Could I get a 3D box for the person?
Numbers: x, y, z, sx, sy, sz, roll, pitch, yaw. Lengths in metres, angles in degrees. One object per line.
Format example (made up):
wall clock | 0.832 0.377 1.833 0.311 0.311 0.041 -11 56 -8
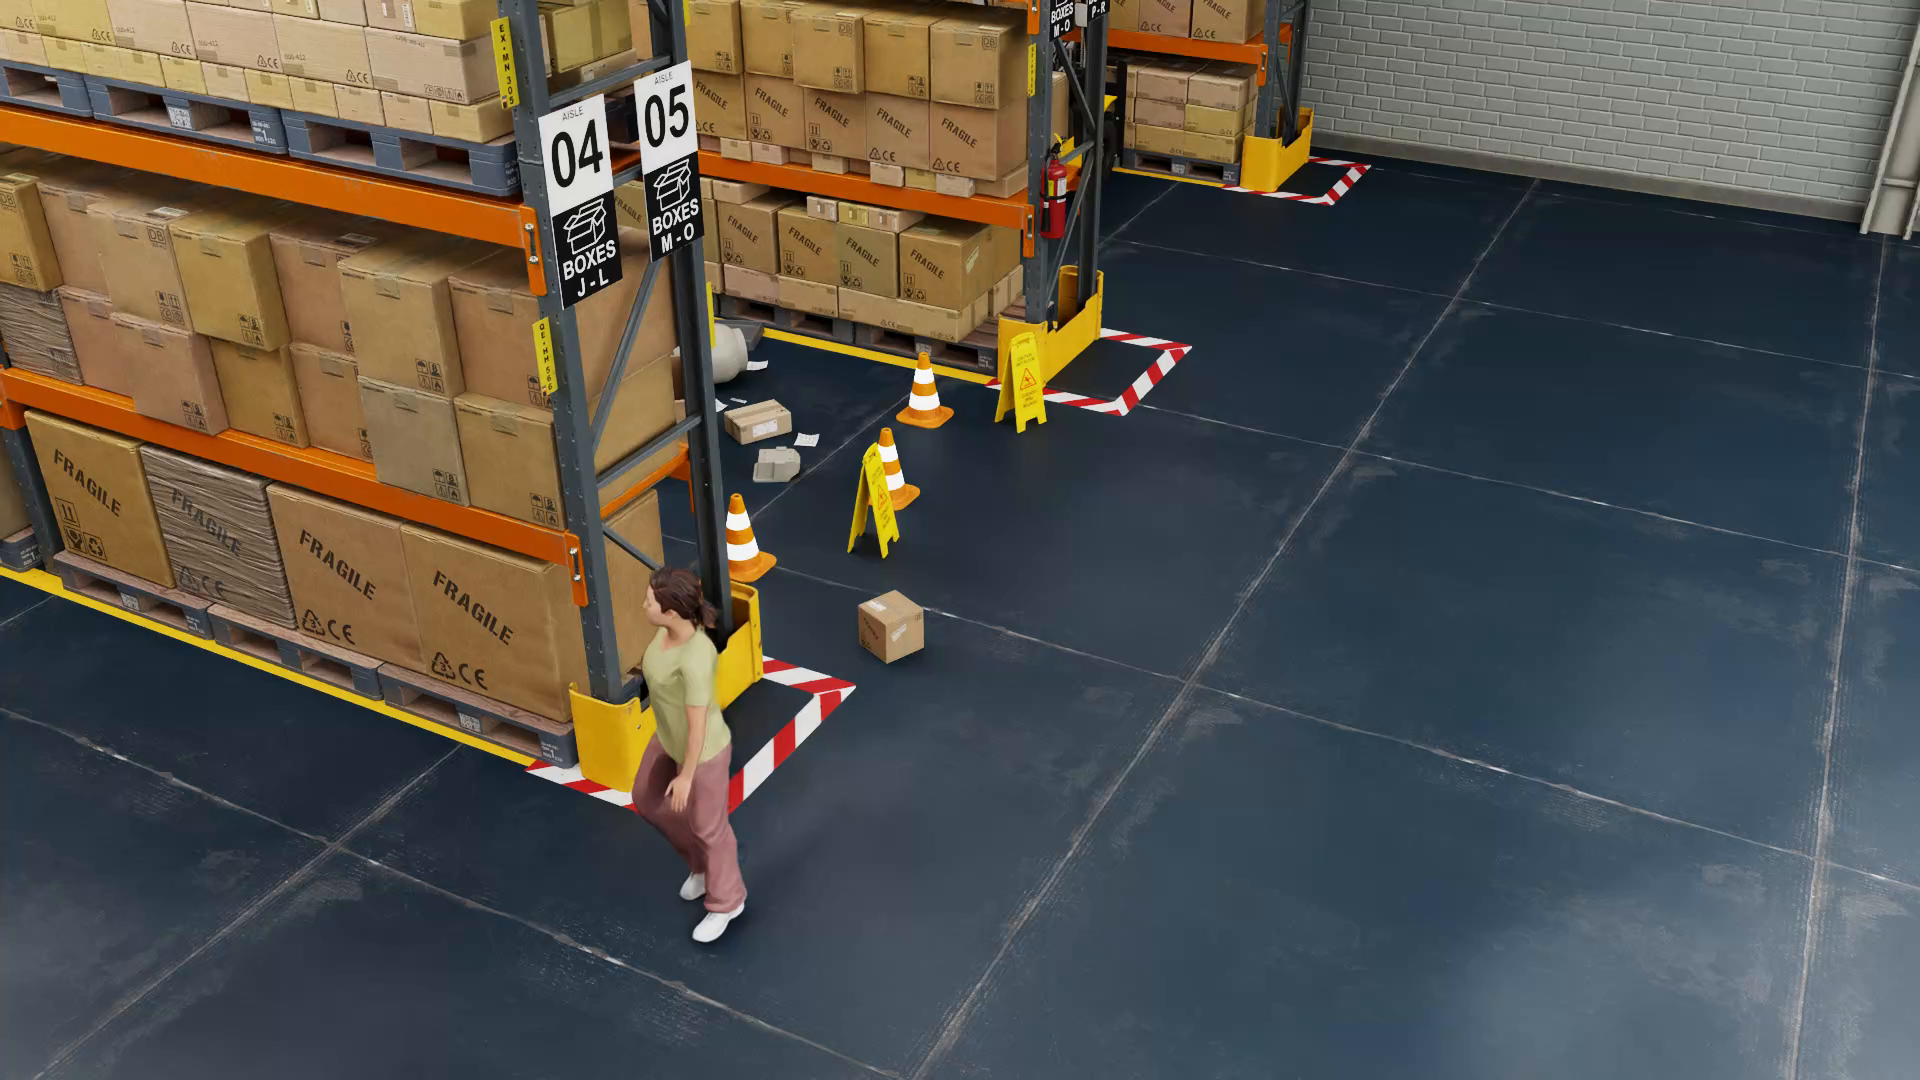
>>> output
person | -1.118 0.858 6.775 0.390 1.679 0.500 -18 35 -28
